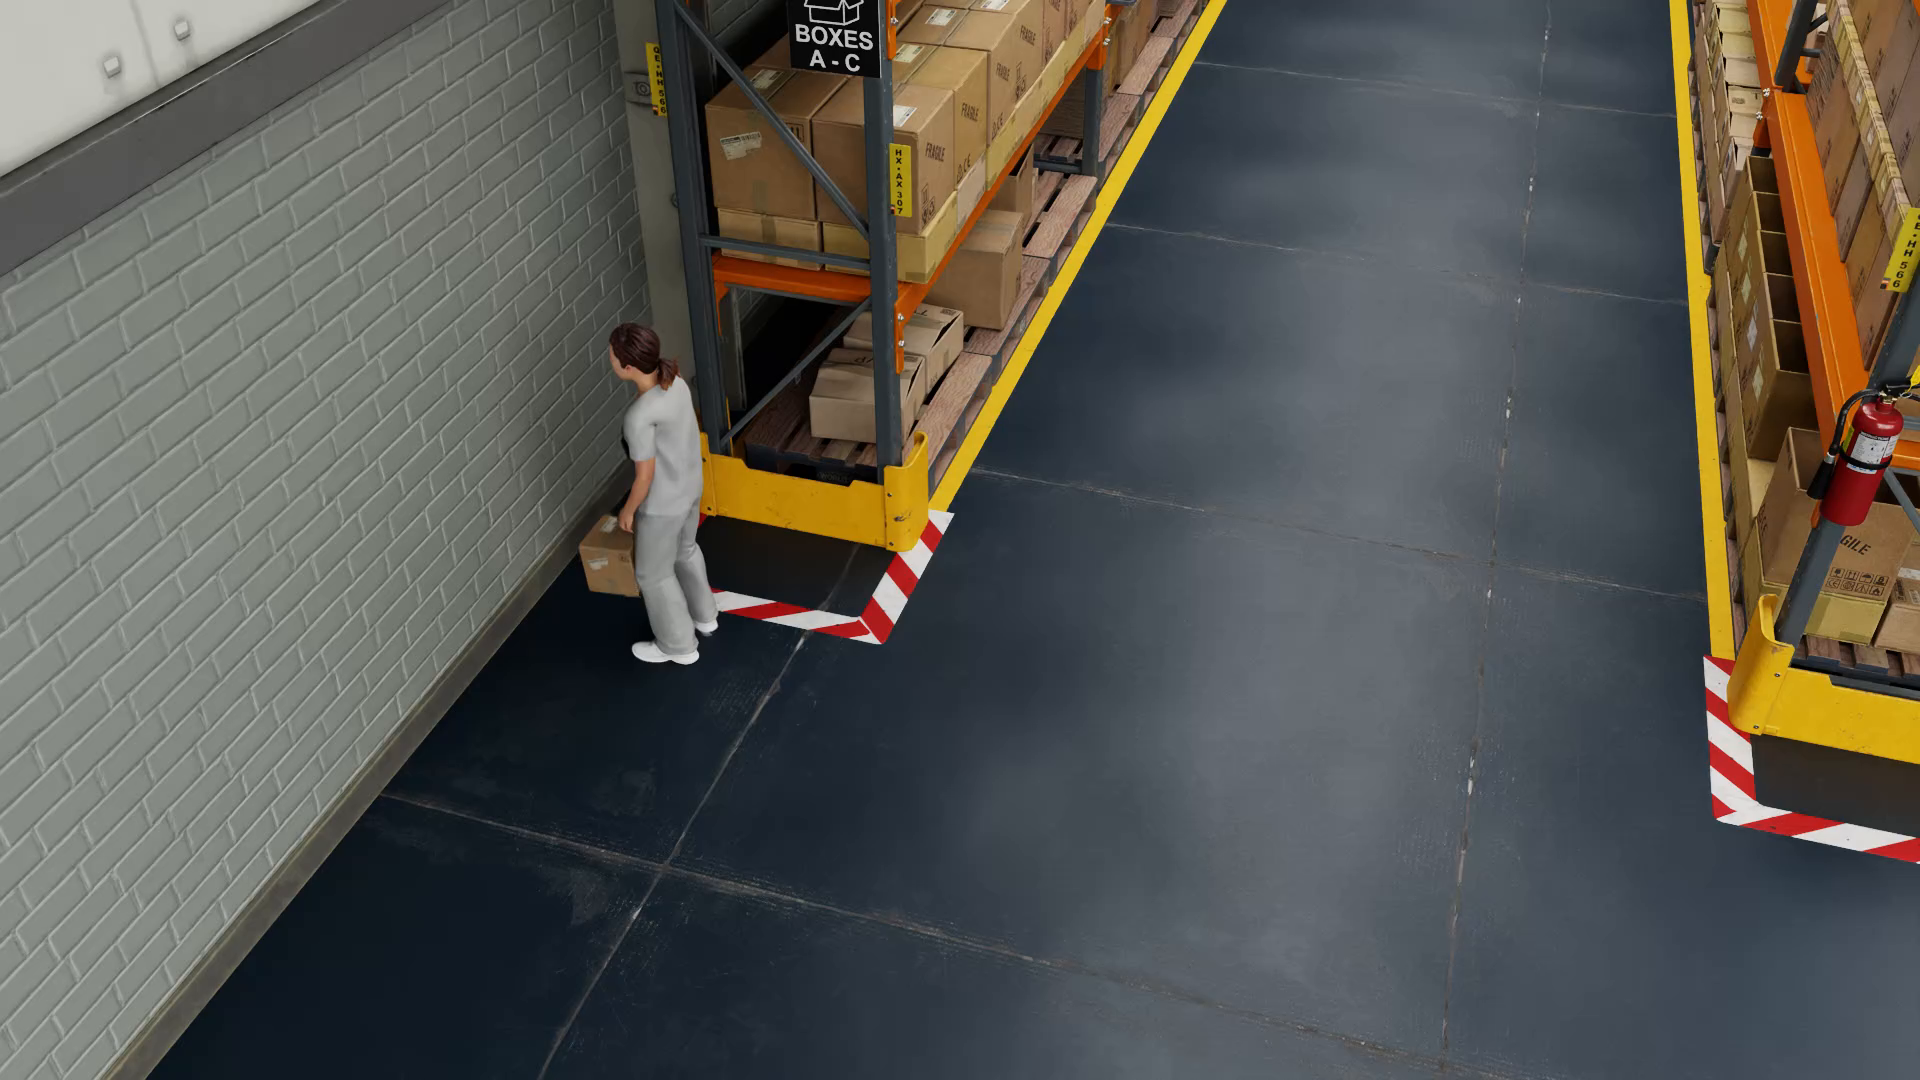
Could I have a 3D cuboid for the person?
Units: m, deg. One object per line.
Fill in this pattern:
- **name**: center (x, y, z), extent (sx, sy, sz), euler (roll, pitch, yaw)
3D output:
- **person**: center (-1.284, -0.192, 7.143), extent (0.363, 1.675, 0.476), euler (10, 38, 13)
